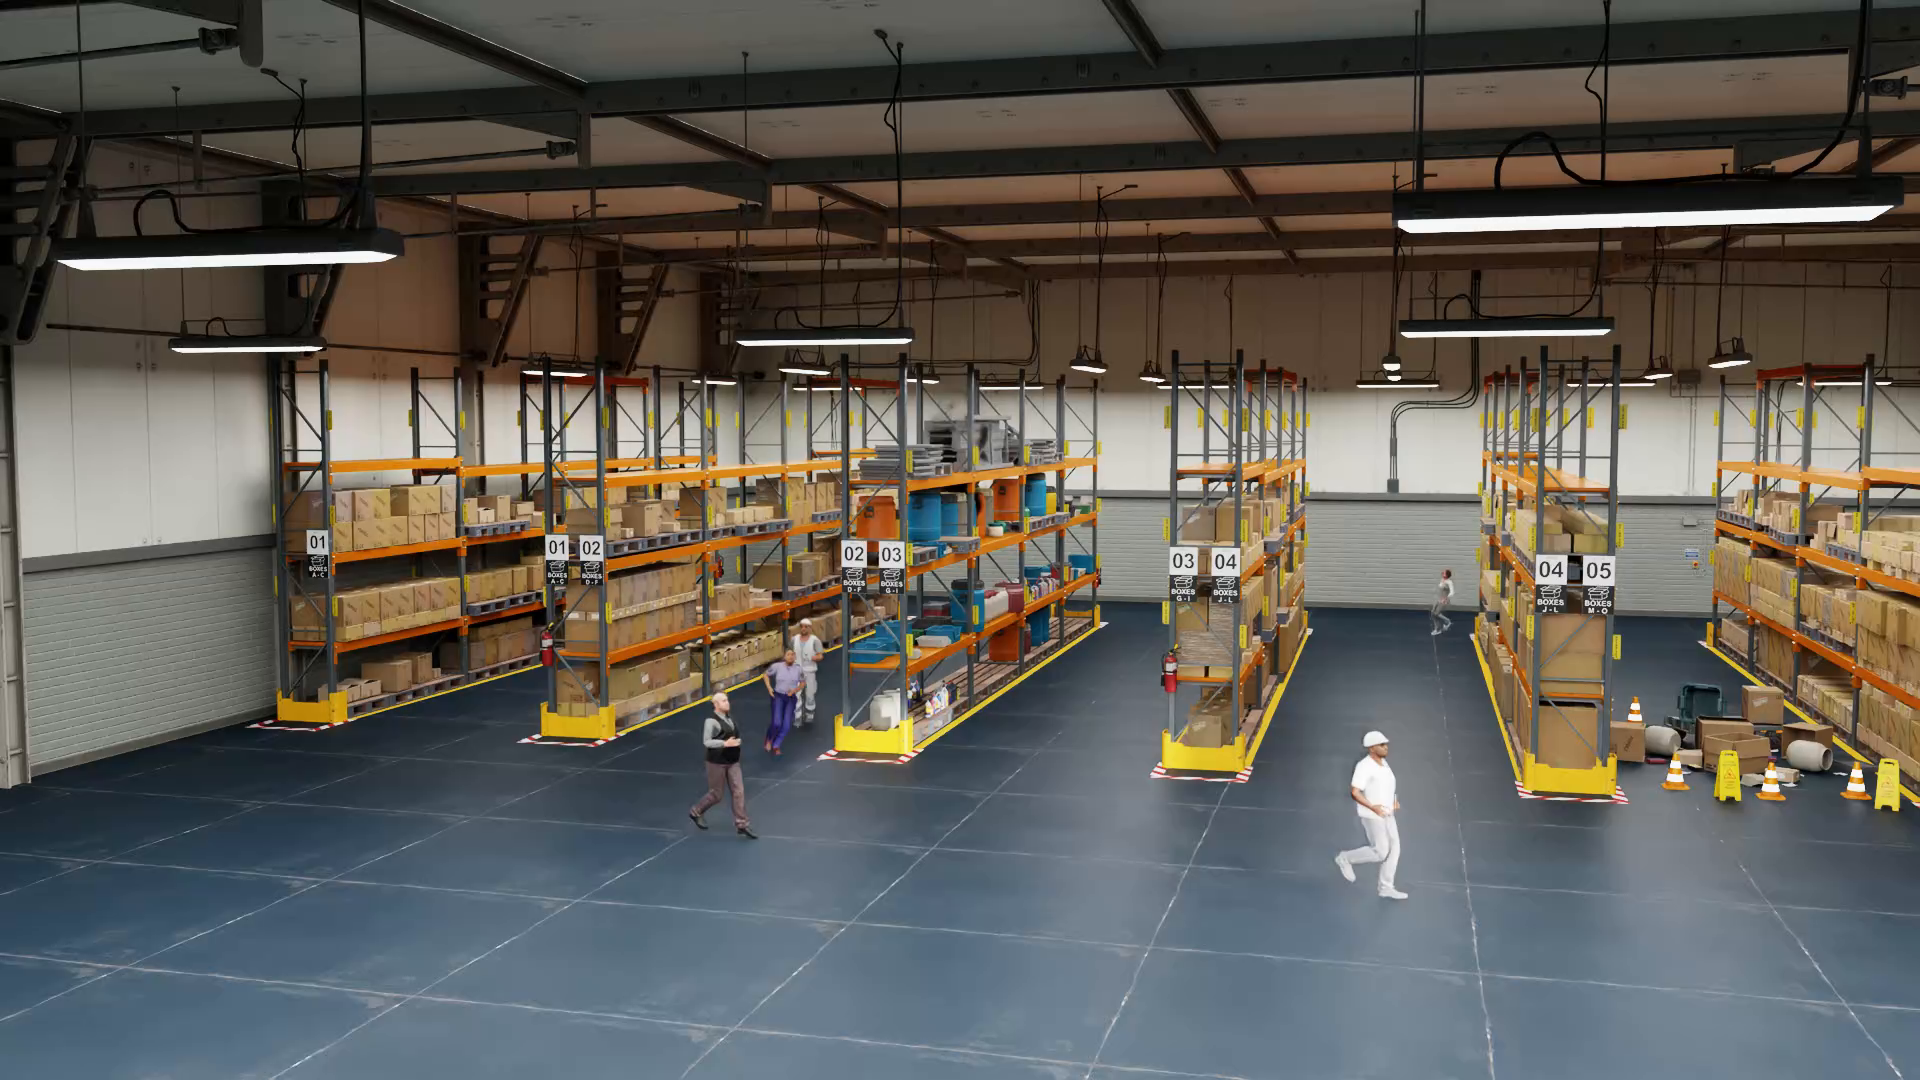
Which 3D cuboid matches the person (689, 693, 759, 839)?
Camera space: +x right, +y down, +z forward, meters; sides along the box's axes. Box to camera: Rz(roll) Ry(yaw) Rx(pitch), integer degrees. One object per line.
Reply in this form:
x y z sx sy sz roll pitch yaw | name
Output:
-2.842 2.687 19.907 0.949 1.726 0.657 3 5 32 | person

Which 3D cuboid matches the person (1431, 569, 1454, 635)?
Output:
11.280 1.452 38.841 0.483 1.552 0.599 -1 4 -16 | person

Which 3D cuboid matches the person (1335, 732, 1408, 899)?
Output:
4.367 2.876 17.487 0.757 1.733 0.718 3 5 38 | person

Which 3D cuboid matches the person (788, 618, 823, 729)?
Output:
-2.536 2.167 27.014 0.640 1.792 0.709 0 4 4 | person

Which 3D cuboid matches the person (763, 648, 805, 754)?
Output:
-2.618 2.412 24.943 0.612 1.595 0.521 -1 4 -18 | person
